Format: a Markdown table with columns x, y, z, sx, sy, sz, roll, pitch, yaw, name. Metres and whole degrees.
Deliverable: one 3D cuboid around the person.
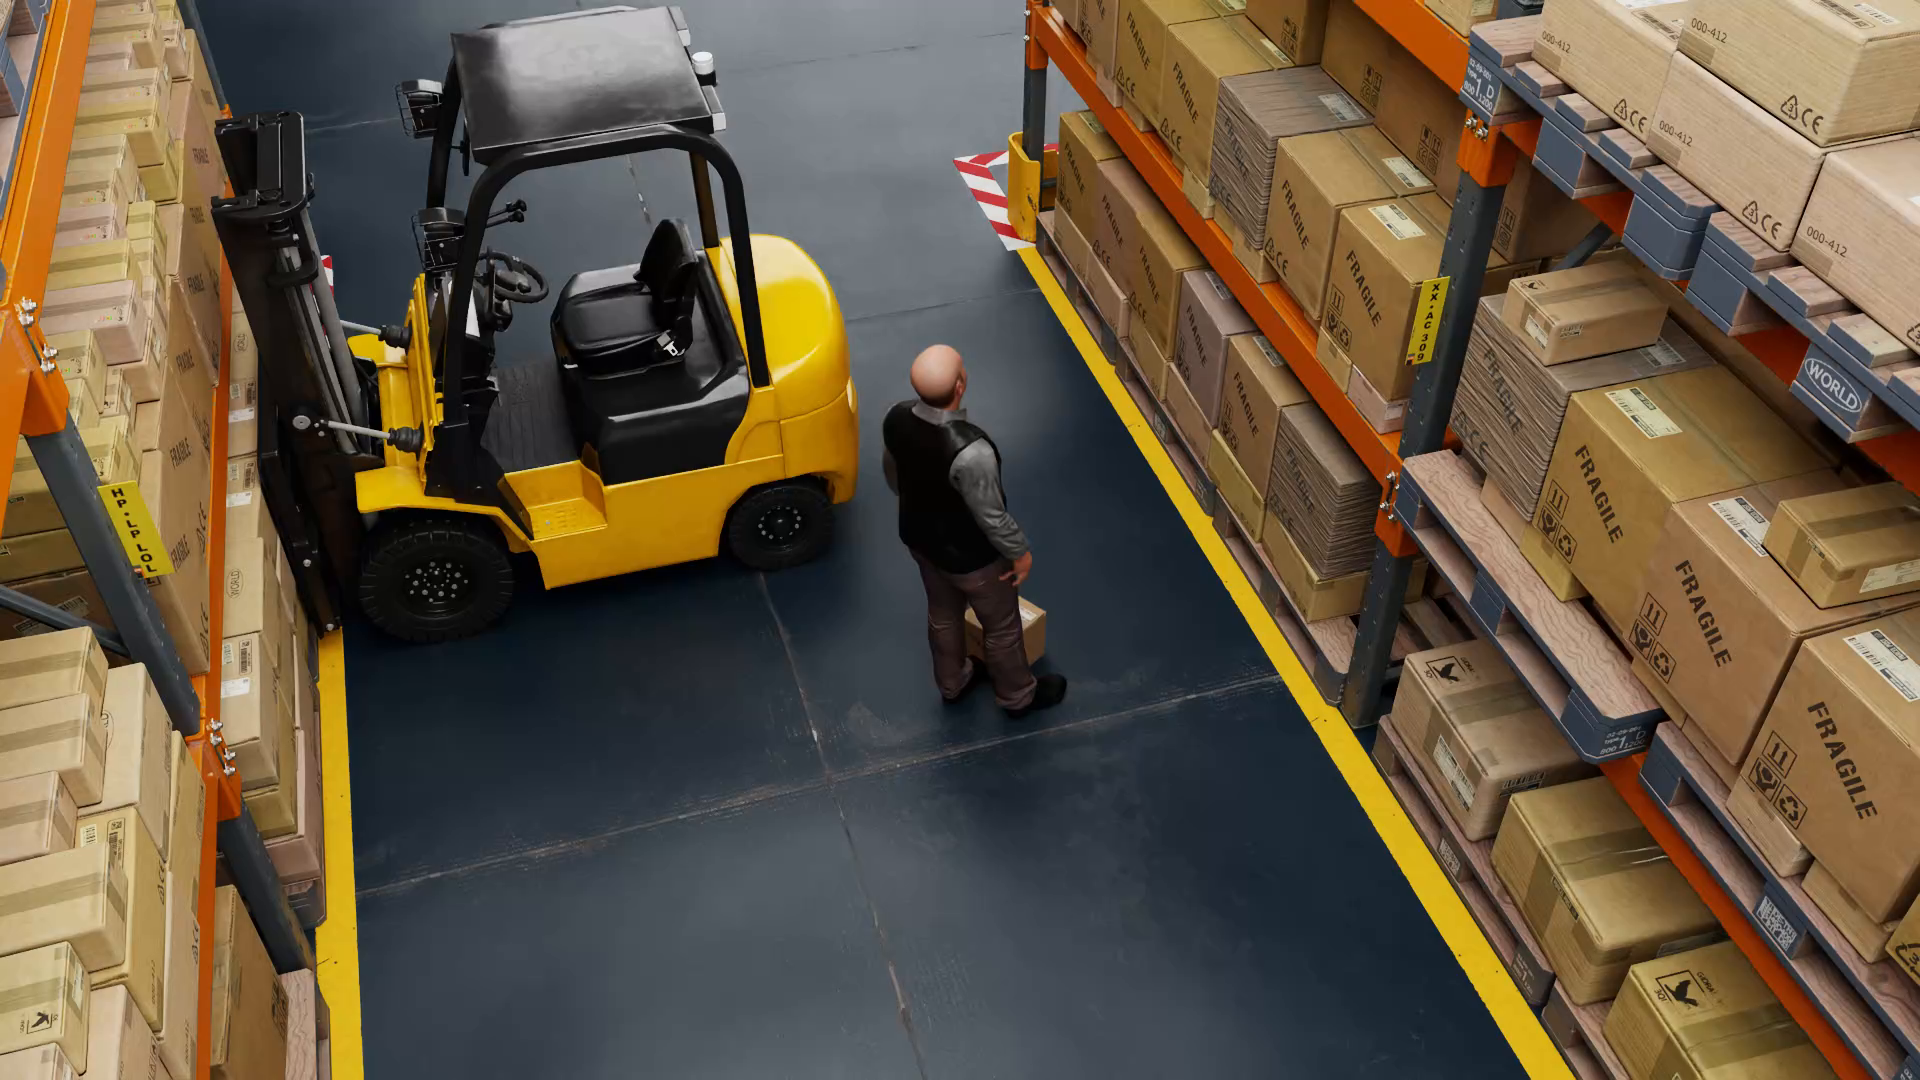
| x | y | z | sx | sy | sz | roll | pitch | yaw | name |
| --- | --- | --- | --- | --- | --- | --- | --- | --- | --- |
| 0.042 | -0.035 | 6.205 | 0.630 | 1.720 | 0.568 | 32 | 51 | 31 | person |
